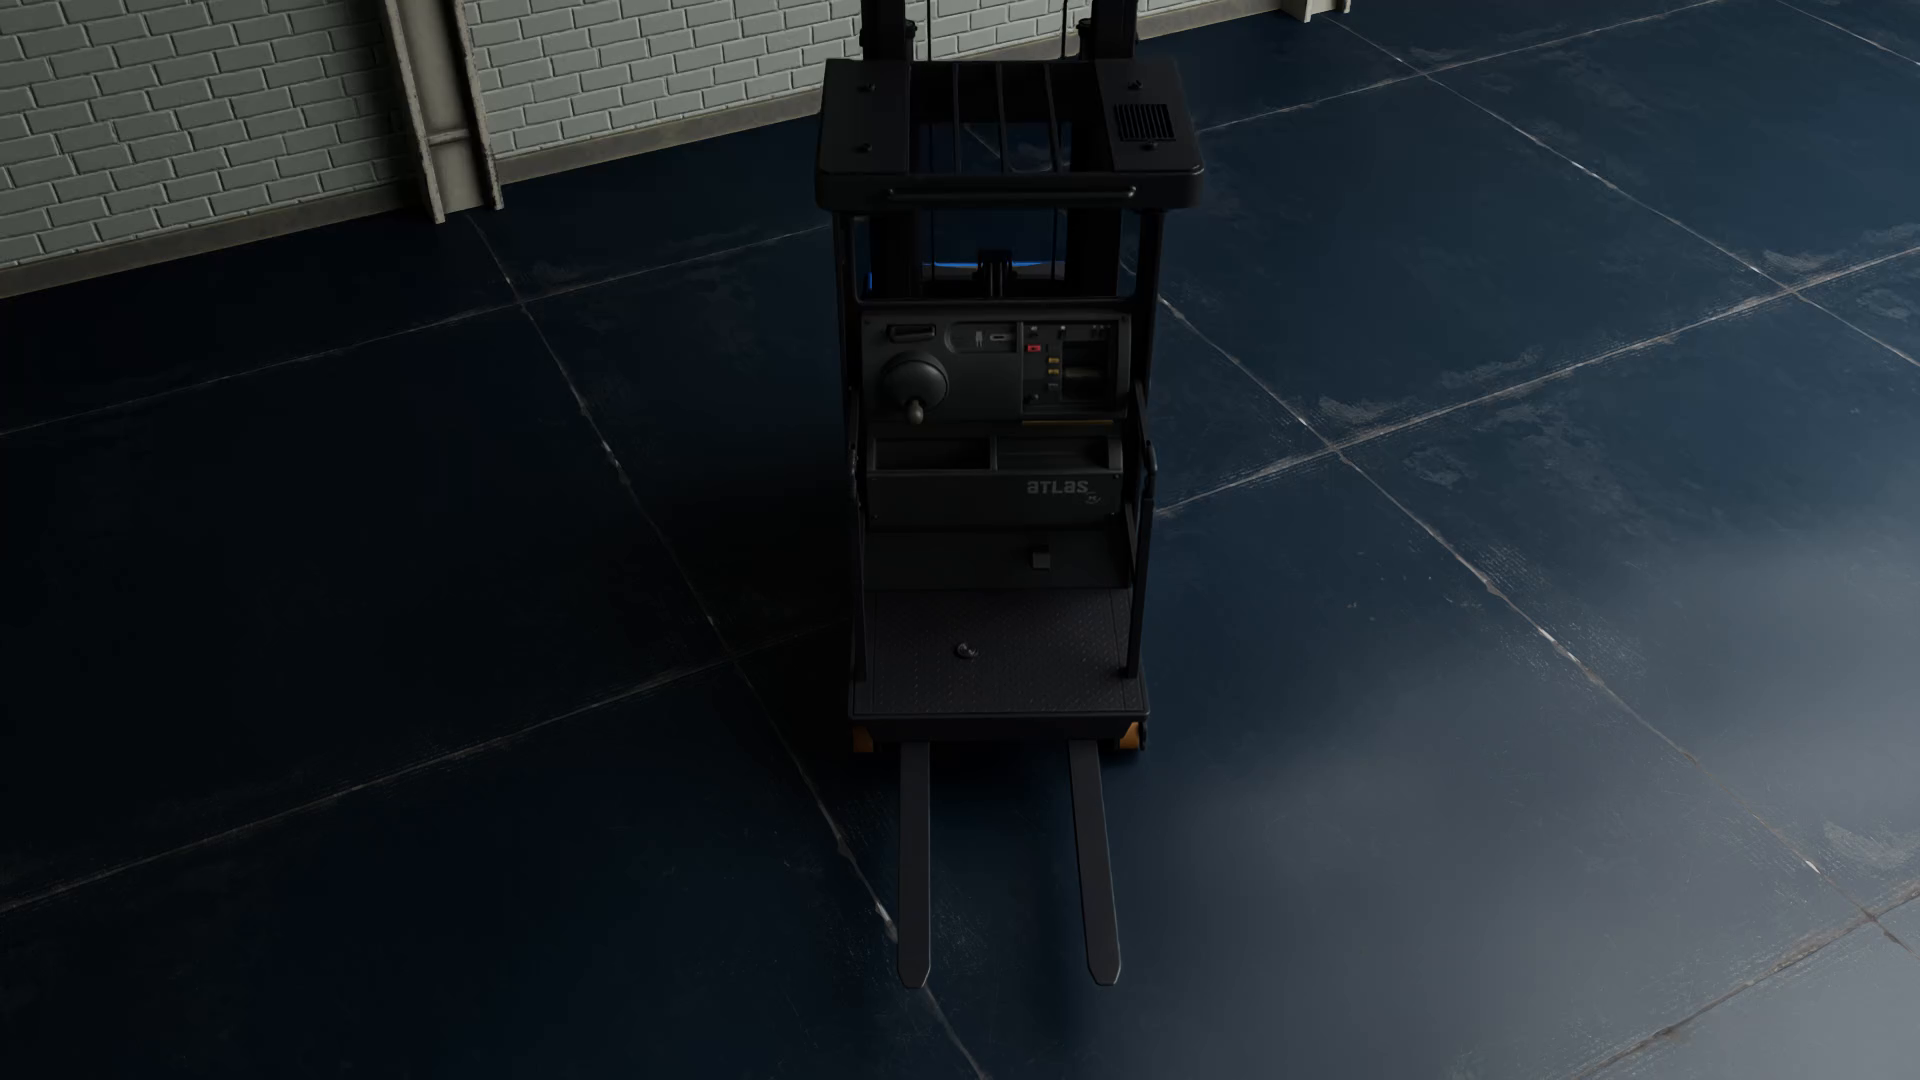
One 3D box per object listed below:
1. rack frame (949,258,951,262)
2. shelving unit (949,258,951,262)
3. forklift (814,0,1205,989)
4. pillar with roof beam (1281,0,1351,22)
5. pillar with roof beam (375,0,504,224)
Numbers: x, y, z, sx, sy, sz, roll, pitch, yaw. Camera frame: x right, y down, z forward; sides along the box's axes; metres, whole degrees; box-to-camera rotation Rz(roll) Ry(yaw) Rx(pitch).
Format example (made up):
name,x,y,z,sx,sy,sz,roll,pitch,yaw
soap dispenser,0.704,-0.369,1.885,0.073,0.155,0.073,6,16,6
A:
name,x,y,z,sx,sy,sz,roll,pitch,yaw
rack frame,-0.042,-0.818,7.520,0.006,0.900,0.240,-1,40,-1
shelving unit,0.060,-0.819,7.521,0.210,0.900,0.258,-1,40,-1
forklift,0.131,-0.520,5.596,1.130,2.935,3.031,-1,40,-1
pillar with roof beam,4.464,-4.682,5.816,0.400,9.000,9.100,-19,44,-21
pillar with roof beam,-0.857,-2.892,3.701,0.400,9.000,9.100,-19,44,-21
